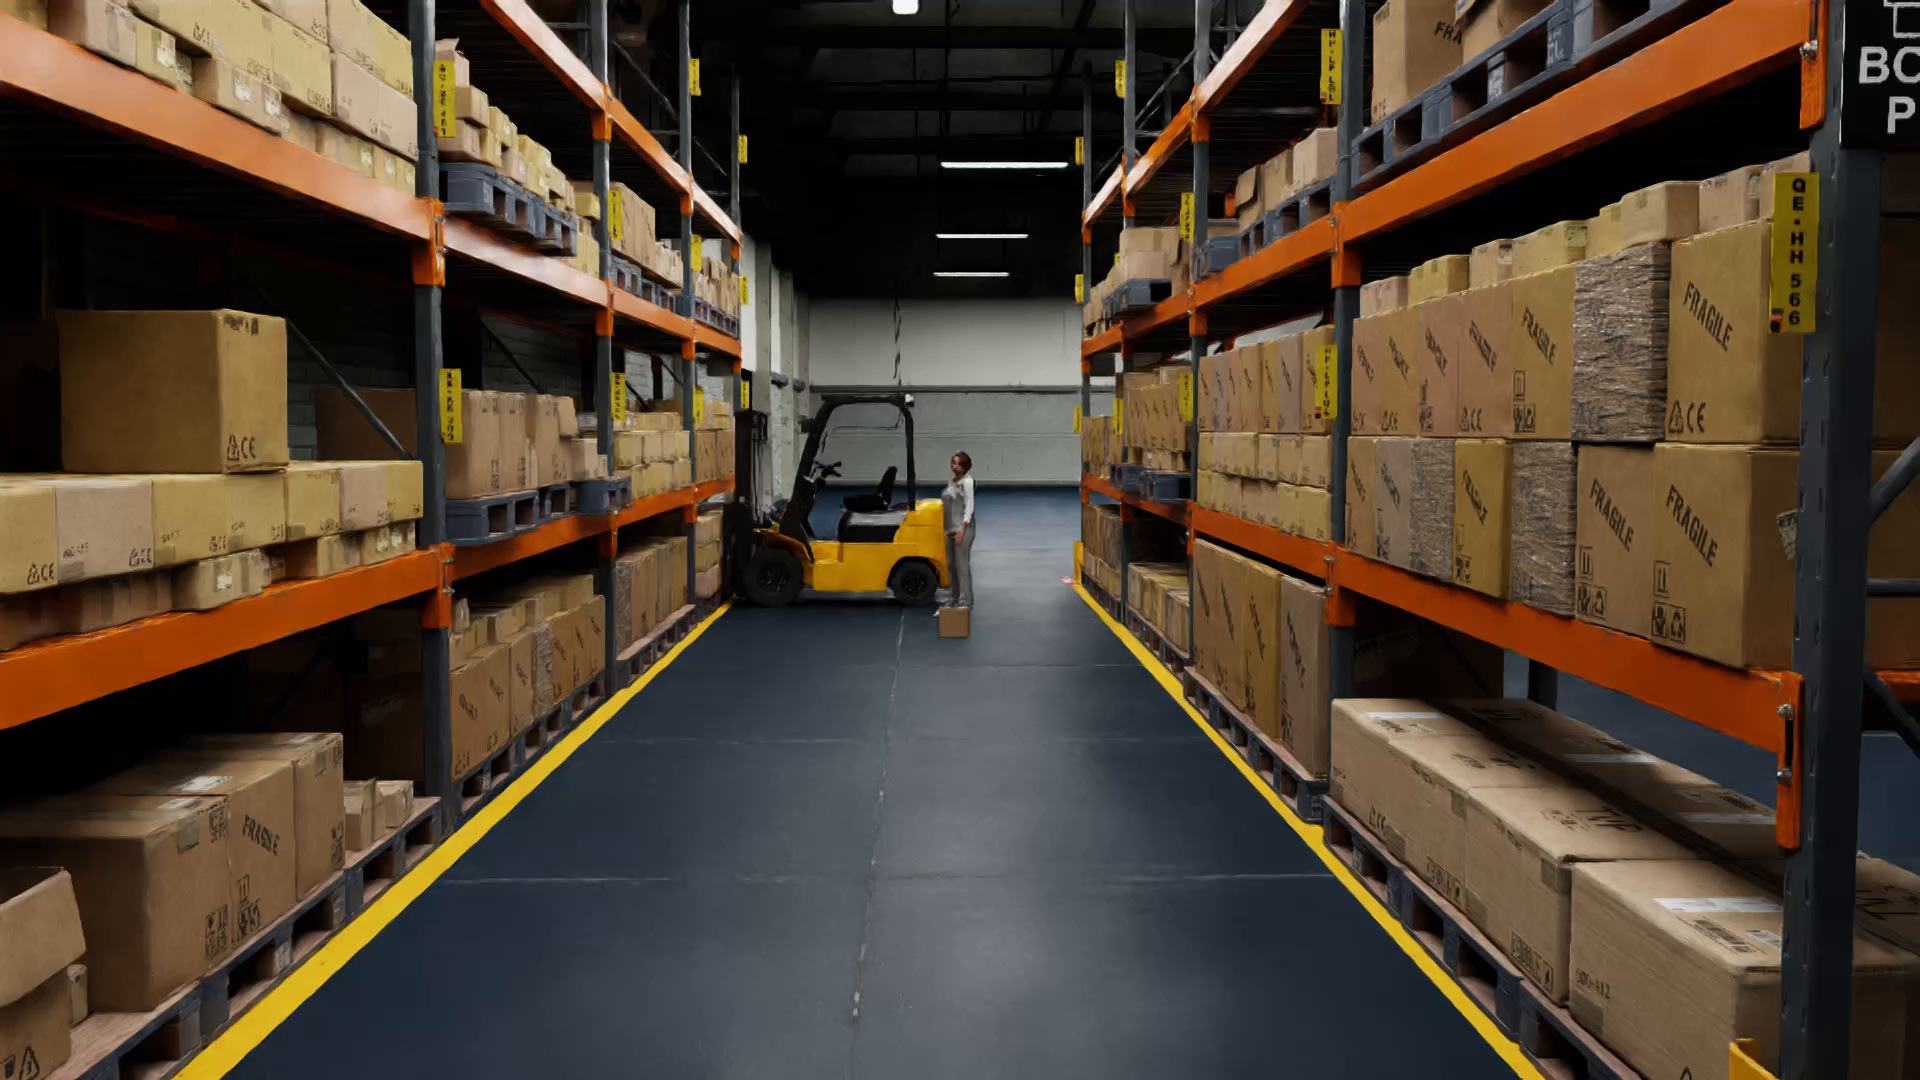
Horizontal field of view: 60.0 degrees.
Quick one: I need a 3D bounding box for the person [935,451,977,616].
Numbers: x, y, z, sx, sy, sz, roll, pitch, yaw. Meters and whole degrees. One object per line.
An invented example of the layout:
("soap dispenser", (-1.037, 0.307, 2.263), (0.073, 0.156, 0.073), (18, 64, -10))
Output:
("person", (-0.024, -0.055, 15.978), (0.336, 1.607, 0.473), (-2, 4, -24))
